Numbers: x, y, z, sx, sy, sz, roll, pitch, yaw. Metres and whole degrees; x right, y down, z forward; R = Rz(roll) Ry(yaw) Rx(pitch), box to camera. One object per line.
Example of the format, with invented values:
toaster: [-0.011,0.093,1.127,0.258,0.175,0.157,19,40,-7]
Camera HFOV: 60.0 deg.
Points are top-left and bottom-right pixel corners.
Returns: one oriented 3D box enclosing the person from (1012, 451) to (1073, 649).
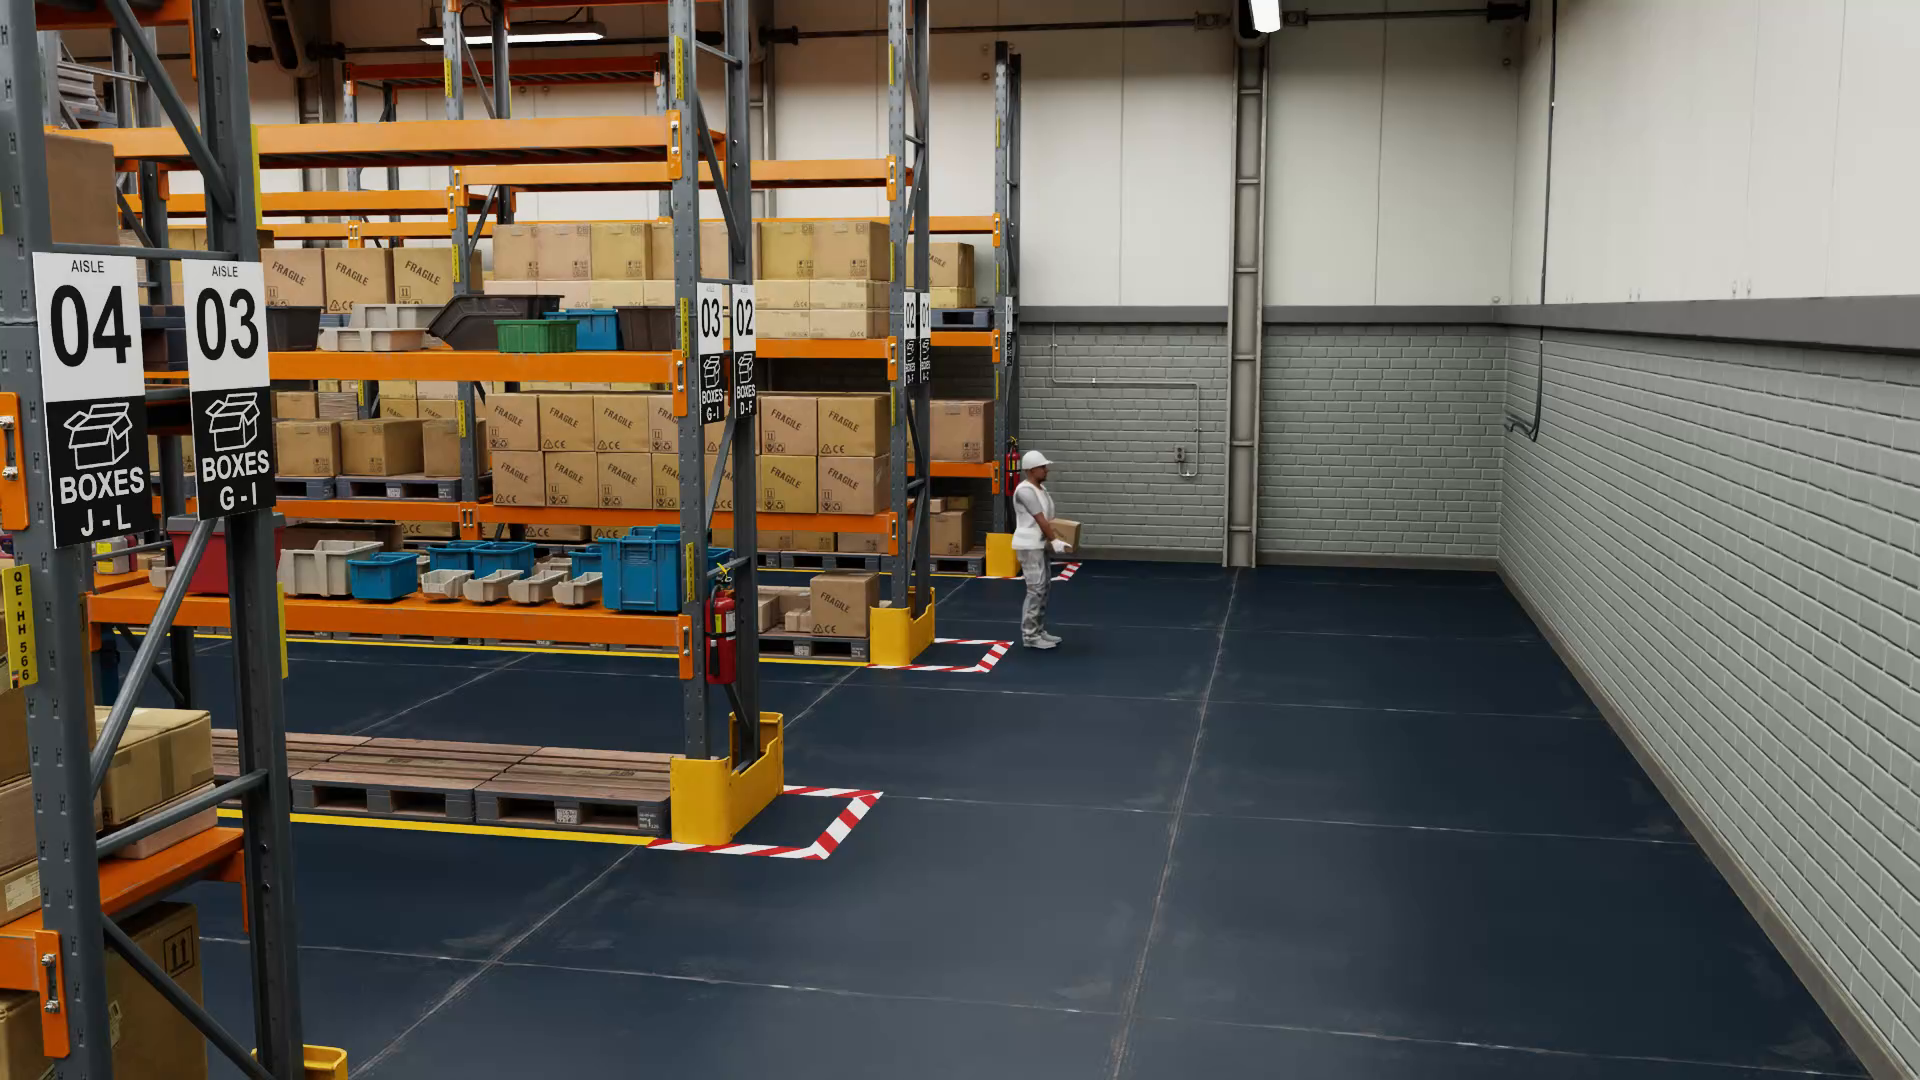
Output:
person: [0.773,0.082,15.139,0.576,1.782,0.490,2,8,16]
